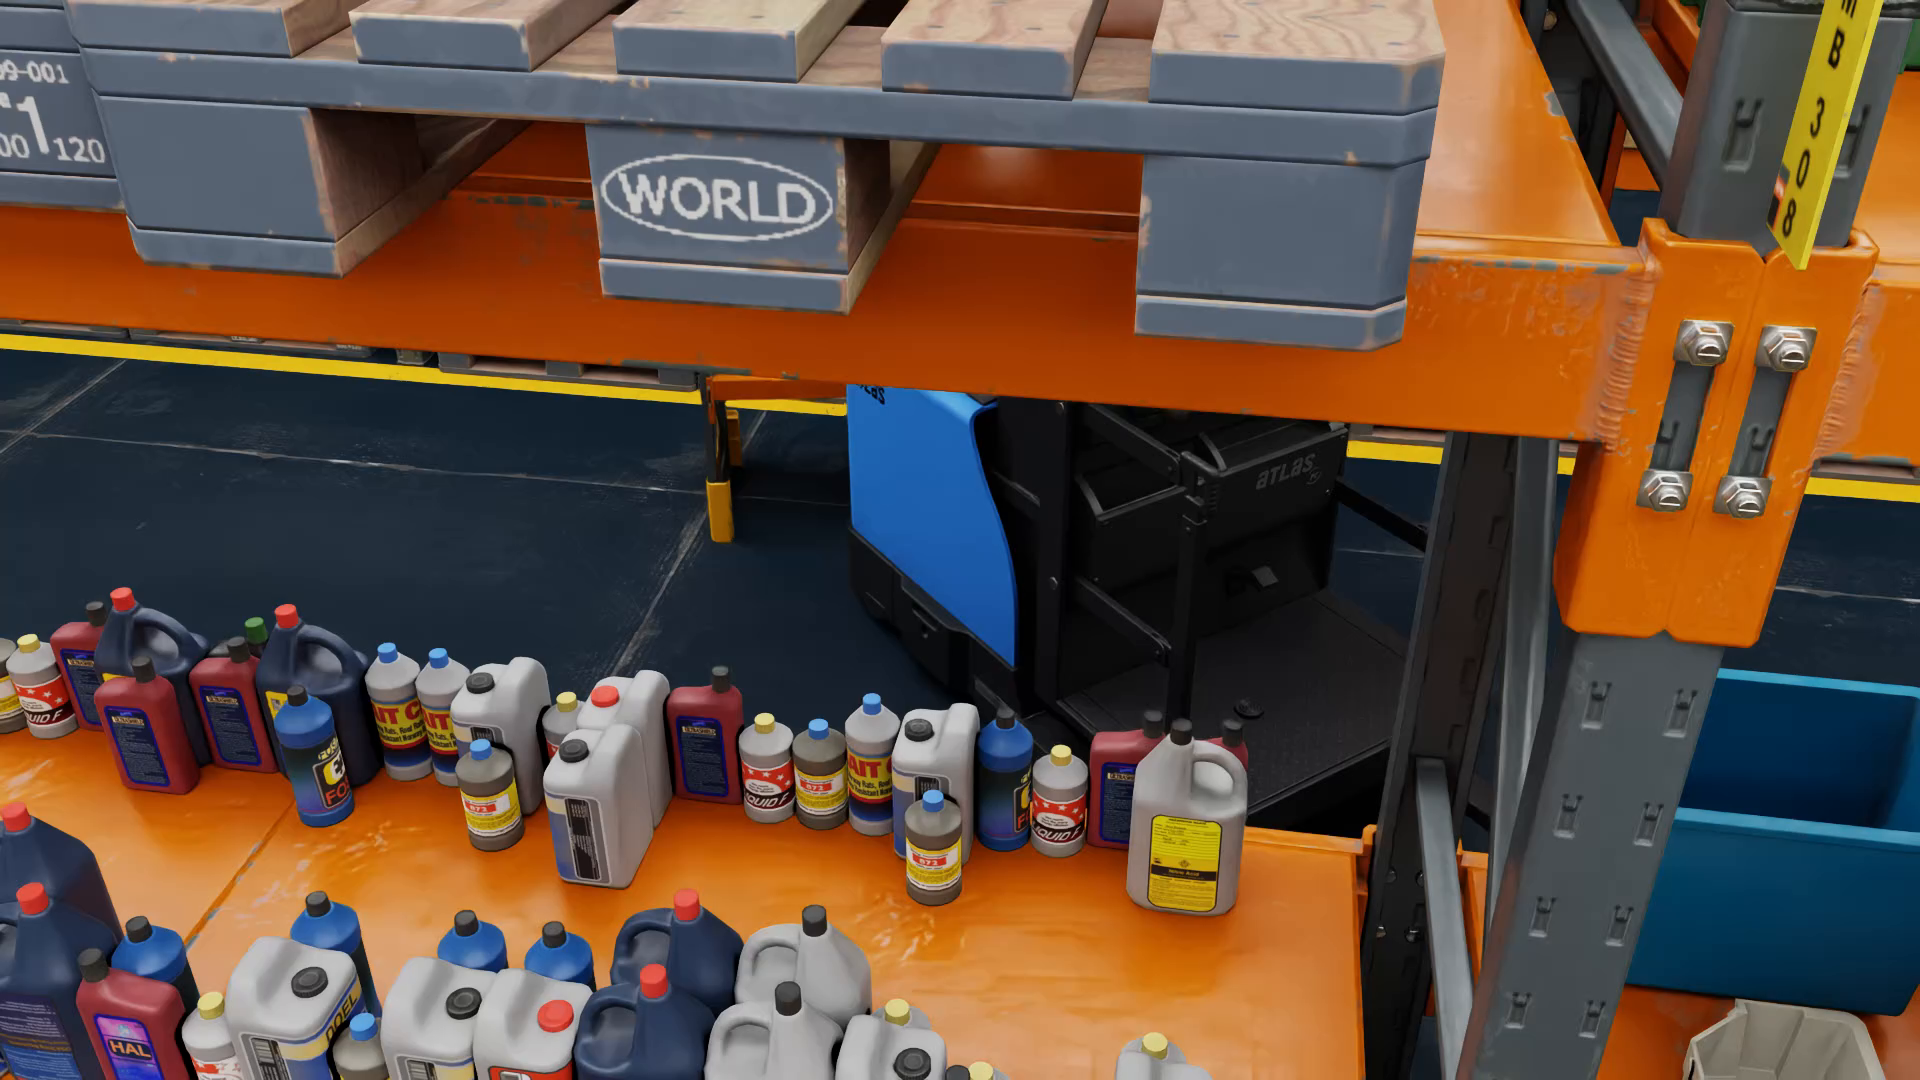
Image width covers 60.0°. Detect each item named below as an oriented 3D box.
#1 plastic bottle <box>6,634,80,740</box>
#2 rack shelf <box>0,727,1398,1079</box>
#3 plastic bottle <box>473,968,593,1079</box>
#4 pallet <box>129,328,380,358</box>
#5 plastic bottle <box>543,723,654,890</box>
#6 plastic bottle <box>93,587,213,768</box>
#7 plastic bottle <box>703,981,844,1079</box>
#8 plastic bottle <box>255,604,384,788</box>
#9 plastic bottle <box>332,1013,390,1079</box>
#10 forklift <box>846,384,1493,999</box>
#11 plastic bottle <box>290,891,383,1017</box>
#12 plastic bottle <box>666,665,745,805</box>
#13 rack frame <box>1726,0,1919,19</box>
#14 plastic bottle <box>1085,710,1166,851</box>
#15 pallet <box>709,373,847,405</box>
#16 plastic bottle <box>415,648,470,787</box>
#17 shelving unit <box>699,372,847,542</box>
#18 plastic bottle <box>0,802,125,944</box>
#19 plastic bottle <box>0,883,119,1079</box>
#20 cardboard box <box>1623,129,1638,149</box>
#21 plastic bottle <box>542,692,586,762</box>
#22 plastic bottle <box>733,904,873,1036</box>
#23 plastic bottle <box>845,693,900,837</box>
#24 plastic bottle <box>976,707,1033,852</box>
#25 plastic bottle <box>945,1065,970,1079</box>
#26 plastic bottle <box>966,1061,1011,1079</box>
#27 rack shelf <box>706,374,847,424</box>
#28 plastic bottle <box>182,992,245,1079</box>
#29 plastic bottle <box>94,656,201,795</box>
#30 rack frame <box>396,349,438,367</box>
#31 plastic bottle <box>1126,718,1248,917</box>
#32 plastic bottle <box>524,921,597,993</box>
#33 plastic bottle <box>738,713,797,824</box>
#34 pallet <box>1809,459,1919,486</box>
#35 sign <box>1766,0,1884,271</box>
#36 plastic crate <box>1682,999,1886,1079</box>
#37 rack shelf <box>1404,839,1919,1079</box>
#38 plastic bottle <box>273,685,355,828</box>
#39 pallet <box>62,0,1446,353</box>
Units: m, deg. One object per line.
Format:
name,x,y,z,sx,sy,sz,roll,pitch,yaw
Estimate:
plastic bottle,-1.751,0.272,3.176,0.097,0.201,0.097,0,32,0
rack shelf,-1.260,0.757,2.892,4.000,0.370,1.077,5,32,8
plastic bottle,-0.589,0.739,2.359,0.135,0.276,0.152,5,32,8
pallet,-3.200,-1.229,8.014,1.213,0.211,1.003,5,32,8
plastic bottle,-0.619,0.439,2.838,0.135,0.276,0.152,5,32,8
plastic bottle,-1.485,0.245,3.077,0.185,0.351,0.144,5,32,8
plastic bottle,-0.250,0.741,2.286,0.185,0.351,0.144,5,32,8
plastic bottle,-1.171,0.274,3.032,0.185,0.351,0.144,5,32,8
plastic bottle,-0.840,0.763,2.391,0.097,0.201,0.097,0,32,0
forklift,0.840,-0.540,4.350,1.130,2.935,3.031,-19,37,-28
plastic bottle,-0.948,0.642,2.519,0.097,0.271,0.097,0,32,0
plastic bottle,-0.454,0.345,2.982,0.133,0.283,0.061,5,32,8
rack frame,0.711,-1.912,0.824,0.127,3.000,1.000,5,32,8
plastic bottle,0.290,0.412,2.874,0.133,0.283,0.061,5,32,8
pallet,-0.466,-0.938,7.550,1.213,0.211,1.003,5,32,8
plastic bottle,-0.932,0.316,3.038,0.097,0.271,0.097,0,32,0
shelving unit,-0.409,-0.797,6.110,1.083,1.500,0.587,-1,32,-2
plastic bottle,-1.443,0.551,2.590,0.185,0.351,0.144,5,32,8
plastic bottle,-1.336,0.642,2.443,0.185,0.351,0.144,5,32,8
cardboard box,2.510,-1.770,6.157,0.500,0.500,0.500,6,32,9
plastic bottle,-0.703,0.367,3.024,0.097,0.201,0.097,0,32,0
plastic bottle,-0.226,0.665,2.407,0.185,0.351,0.144,5,32,8
plastic bottle,-0.151,0.387,2.926,0.097,0.271,0.097,0,32,0
plastic bottle,0.077,0.408,2.892,0.097,0.271,0.097,0,32,0
plastic bottle,0.033,0.817,2.227,0.133,0.283,0.061,5,32,8
plastic bottle,0.028,0.809,2.318,0.097,0.201,0.097,0,32,0
rack shelf,-0.418,-0.645,6.206,1.000,0.185,0.538,-1,32,-2
plastic bottle,-1.069,0.742,2.424,0.097,0.201,0.097,0,32,0
plastic bottle,-1.477,0.330,3.006,0.133,0.283,0.061,5,32,8
rack frame,-2.395,-2.317,7.124,0.127,3.000,1.000,5,32,8
plastic bottle,0.379,0.447,2.755,0.185,0.351,0.144,5,32,8
plastic bottle,-0.586,0.674,2.467,0.097,0.271,0.097,0,32,0
plastic bottle,-0.343,0.399,2.972,0.097,0.201,0.097,0,32,0
pallet,3.431,-0.608,7.023,1.213,0.211,1.003,5,32,8
sign,0.617,-0.357,1.158,0.005,0.325,0.100,5,32,8
plastic crate,1.146,0.833,2.284,0.243,0.136,0.396,5,32,8
rack shelf,2.683,1.114,2.321,4.000,0.370,1.077,5,32,8
plastic bottle,-1.148,0.375,2.946,0.097,0.271,0.097,0,32,0
pallet,-0.078,-0.580,1.700,1.003,0.211,1.213,5,32,8
